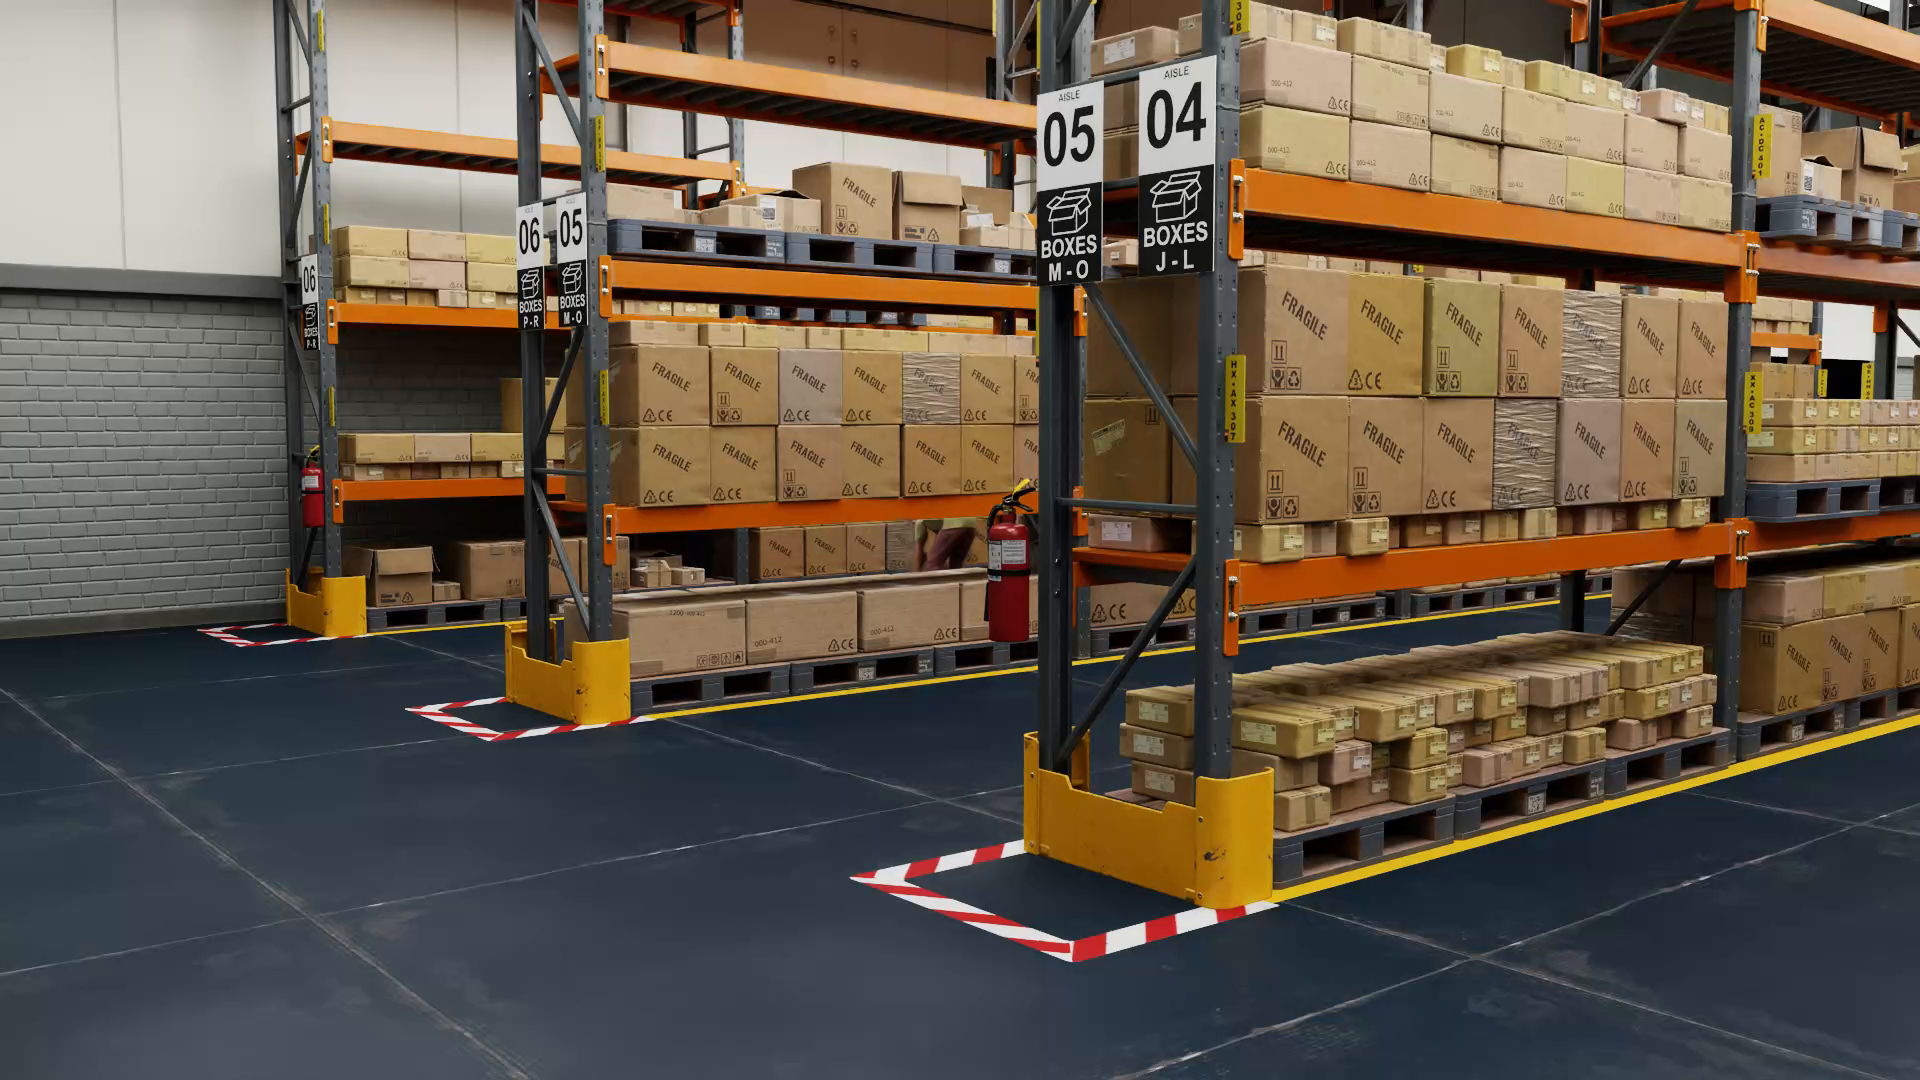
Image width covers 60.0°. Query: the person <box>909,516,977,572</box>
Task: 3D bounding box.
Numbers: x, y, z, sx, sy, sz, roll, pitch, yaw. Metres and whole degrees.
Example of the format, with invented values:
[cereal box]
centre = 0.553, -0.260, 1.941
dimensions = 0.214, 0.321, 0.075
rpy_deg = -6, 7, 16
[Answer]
[person]
centre = -0.209, 0.150, 15.640
dimensions = 0.423, 1.084, 0.872
rpy_deg = -4, 6, -41
